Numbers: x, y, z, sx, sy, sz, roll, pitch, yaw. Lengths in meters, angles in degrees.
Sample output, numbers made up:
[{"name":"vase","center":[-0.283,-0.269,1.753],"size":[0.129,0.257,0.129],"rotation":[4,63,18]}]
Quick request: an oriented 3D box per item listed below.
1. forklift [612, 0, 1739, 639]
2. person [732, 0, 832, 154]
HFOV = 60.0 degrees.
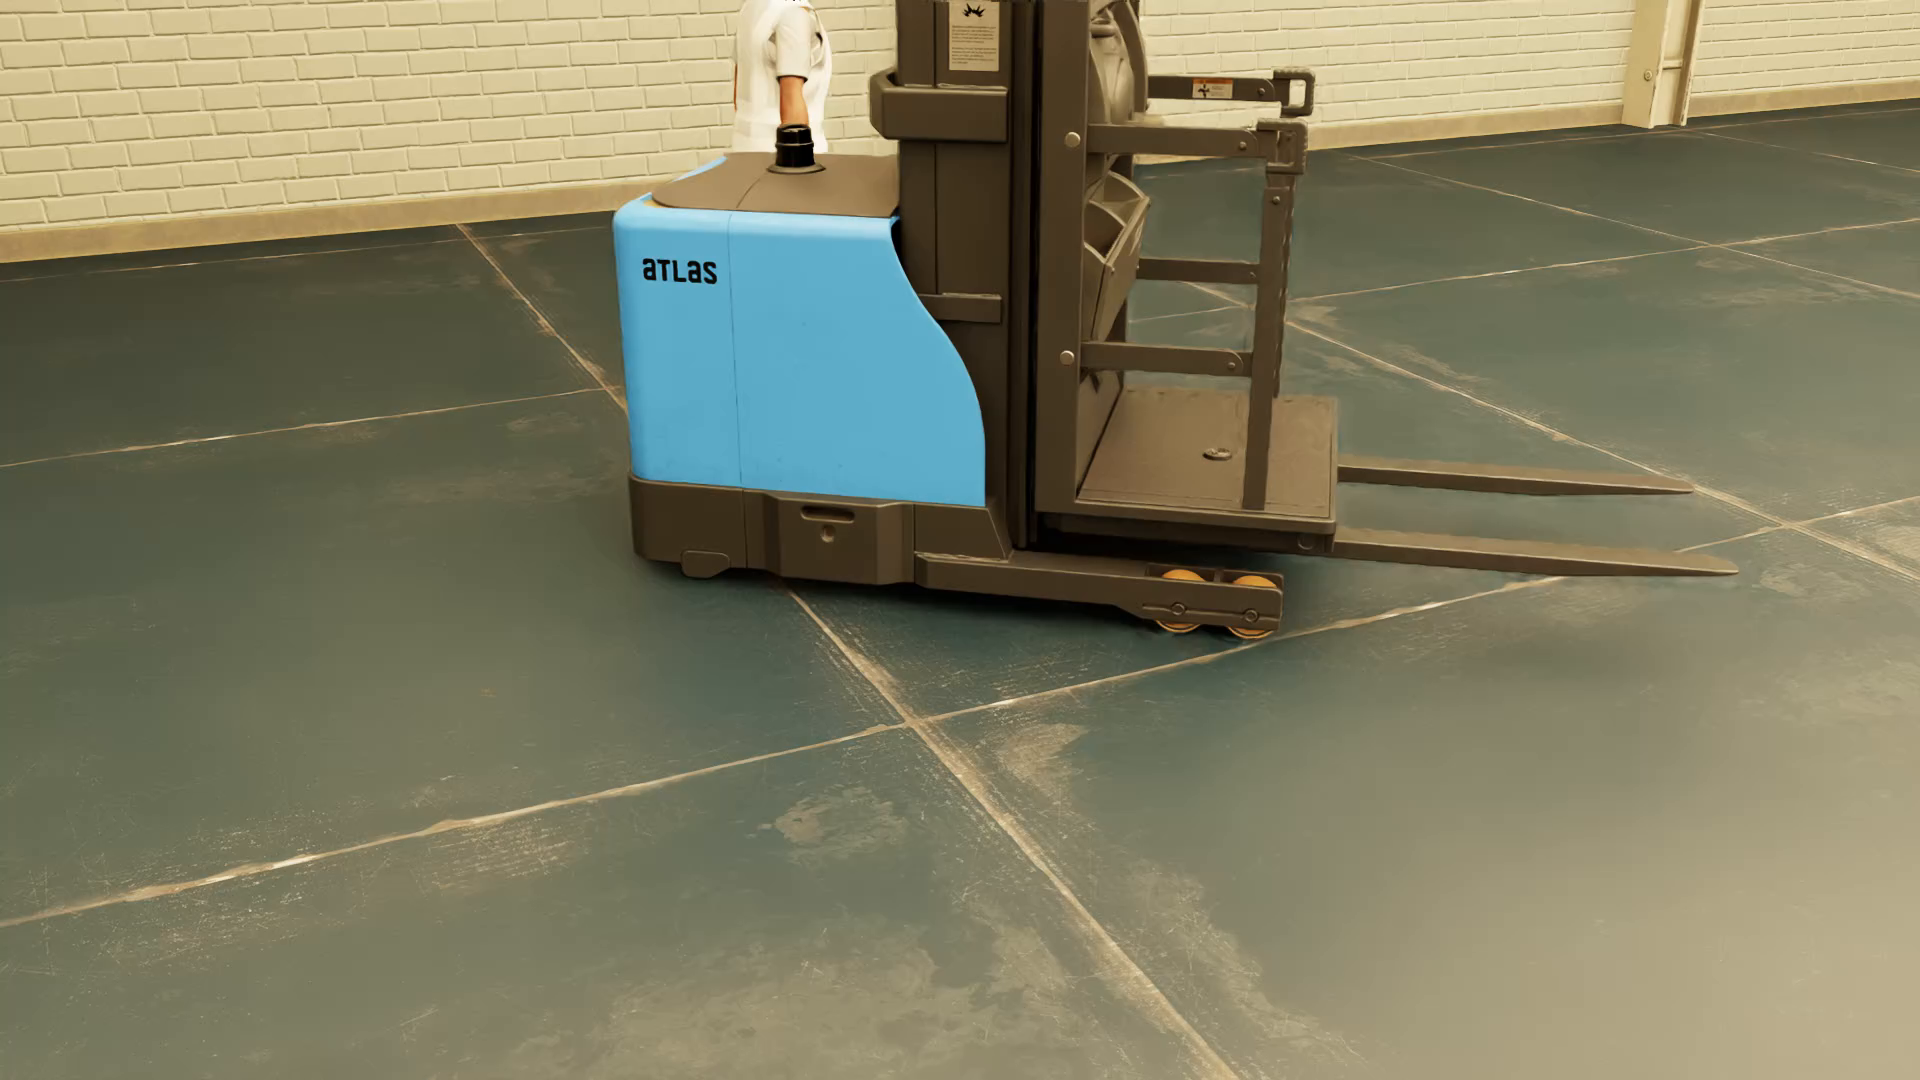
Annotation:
[{"name":"forklift","center":[0.615,-1.310,4.441],"size":[3.031,2.935,1.130],"rotation":[5,23,11]},{"name":"person","center":[-0.646,-1.488,6.416],"size":[0.440,1.745,0.871],"rotation":[-10,25,-23]}]
